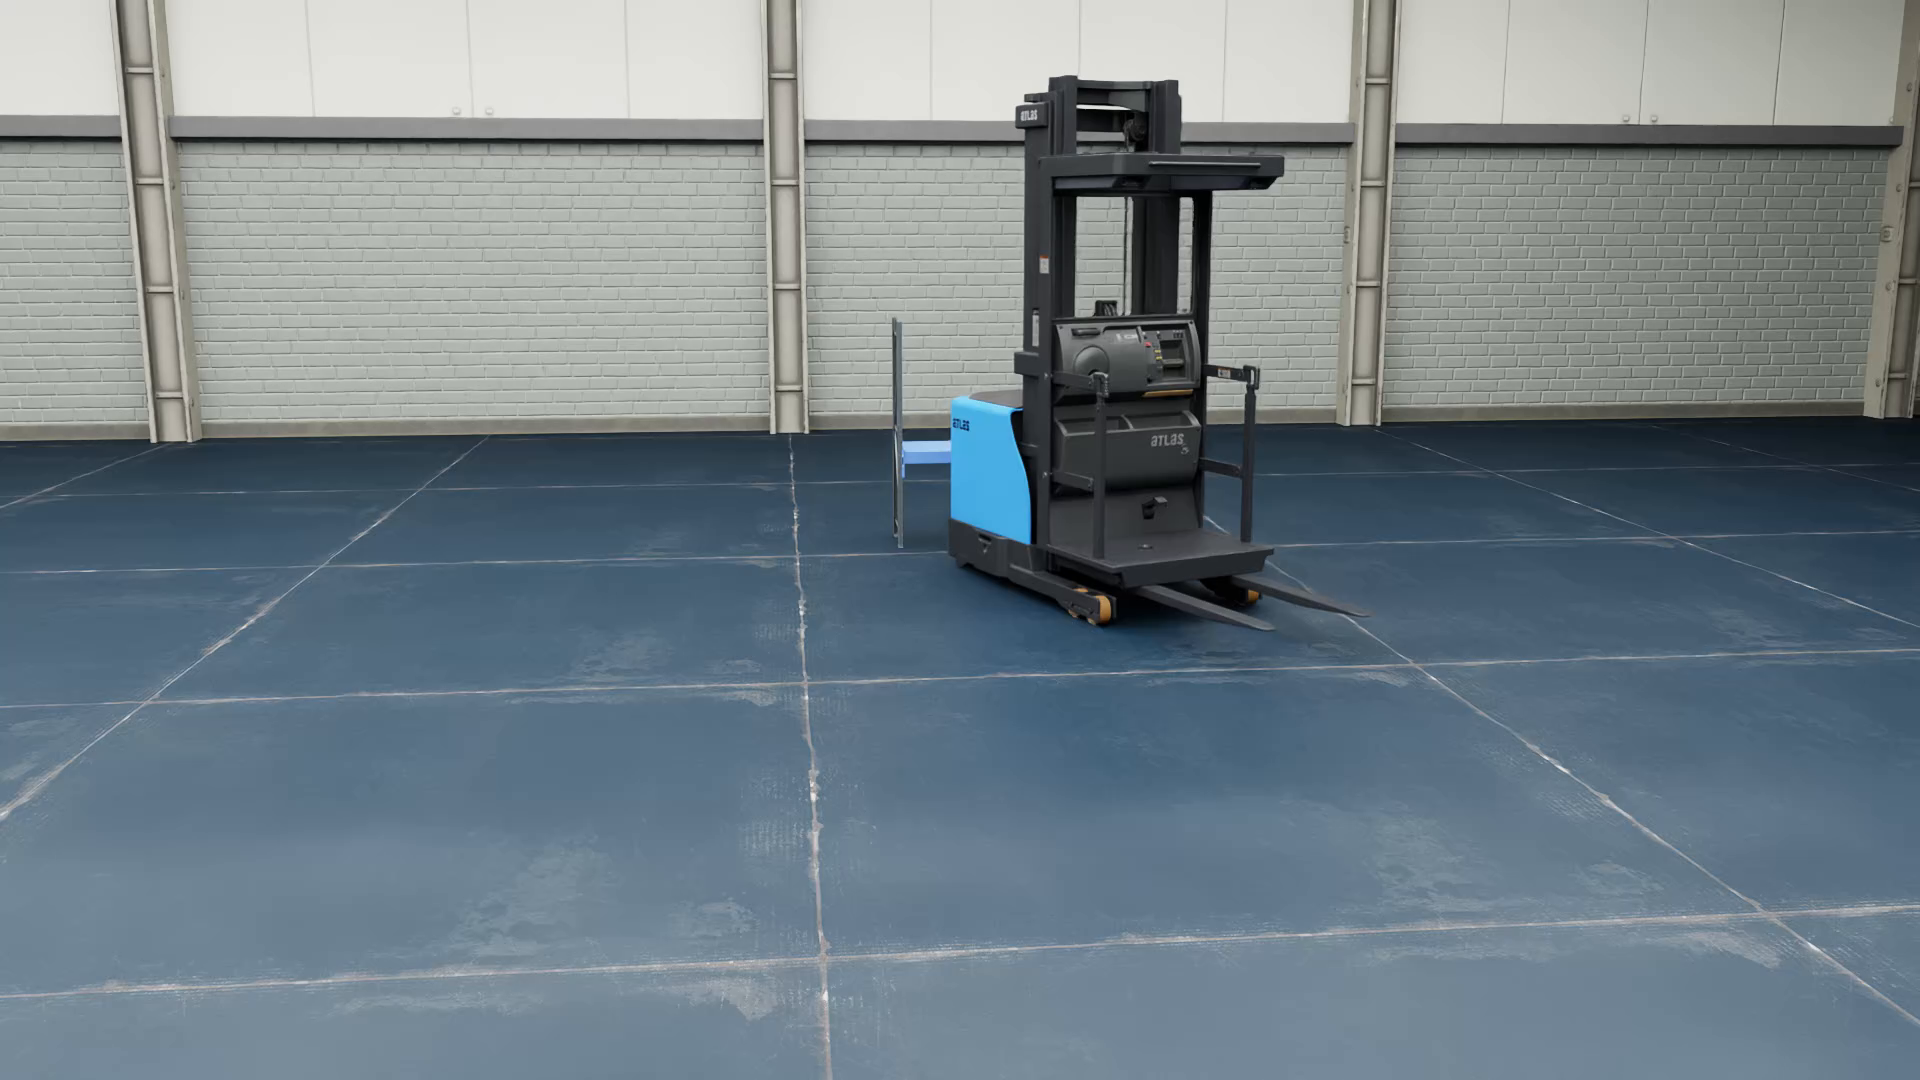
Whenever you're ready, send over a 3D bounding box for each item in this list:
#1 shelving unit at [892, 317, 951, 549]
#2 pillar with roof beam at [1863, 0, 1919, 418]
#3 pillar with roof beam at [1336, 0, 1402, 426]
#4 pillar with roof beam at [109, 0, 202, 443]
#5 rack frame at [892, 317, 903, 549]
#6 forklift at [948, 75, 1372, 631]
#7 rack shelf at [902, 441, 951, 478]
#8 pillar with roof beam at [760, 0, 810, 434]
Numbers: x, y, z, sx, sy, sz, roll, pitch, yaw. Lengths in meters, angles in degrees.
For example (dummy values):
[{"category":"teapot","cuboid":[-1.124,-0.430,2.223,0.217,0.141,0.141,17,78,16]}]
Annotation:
[{"category":"shelving unit","cuboid":[0.085,-0.738,11.232,1.048,1.500,0.538,-1,11,-6]},{"category":"pillar with roof beam","cuboid":[10.654,-4.948,13.208,0.400,9.000,9.100,-1,11,-6]},{"category":"pillar with roof beam","cuboid":[4.689,-4.823,12.572,0.400,9.000,9.100,-1,11,-6]},{"category":"pillar with roof beam","cuboid":[-7.241,-4.573,11.300,0.400,9.000,9.100,-1,11,-6]},{"category":"rack frame","cuboid":[-0.421,-0.727,11.179,0.032,1.500,0.500,-1,11,-6]},{"category":"forklift","cuboid":[1.061,-1.074,9.235,1.130,2.935,3.031,-6,13,-27]},{"category":"rack shelf","cuboid":[0.085,-0.561,11.267,1.000,0.185,0.538,-1,11,-6]},{"category":"pillar with roof beam","cuboid":[-1.276,-4.698,11.936,0.400,9.000,9.100,-1,11,-6]}]
